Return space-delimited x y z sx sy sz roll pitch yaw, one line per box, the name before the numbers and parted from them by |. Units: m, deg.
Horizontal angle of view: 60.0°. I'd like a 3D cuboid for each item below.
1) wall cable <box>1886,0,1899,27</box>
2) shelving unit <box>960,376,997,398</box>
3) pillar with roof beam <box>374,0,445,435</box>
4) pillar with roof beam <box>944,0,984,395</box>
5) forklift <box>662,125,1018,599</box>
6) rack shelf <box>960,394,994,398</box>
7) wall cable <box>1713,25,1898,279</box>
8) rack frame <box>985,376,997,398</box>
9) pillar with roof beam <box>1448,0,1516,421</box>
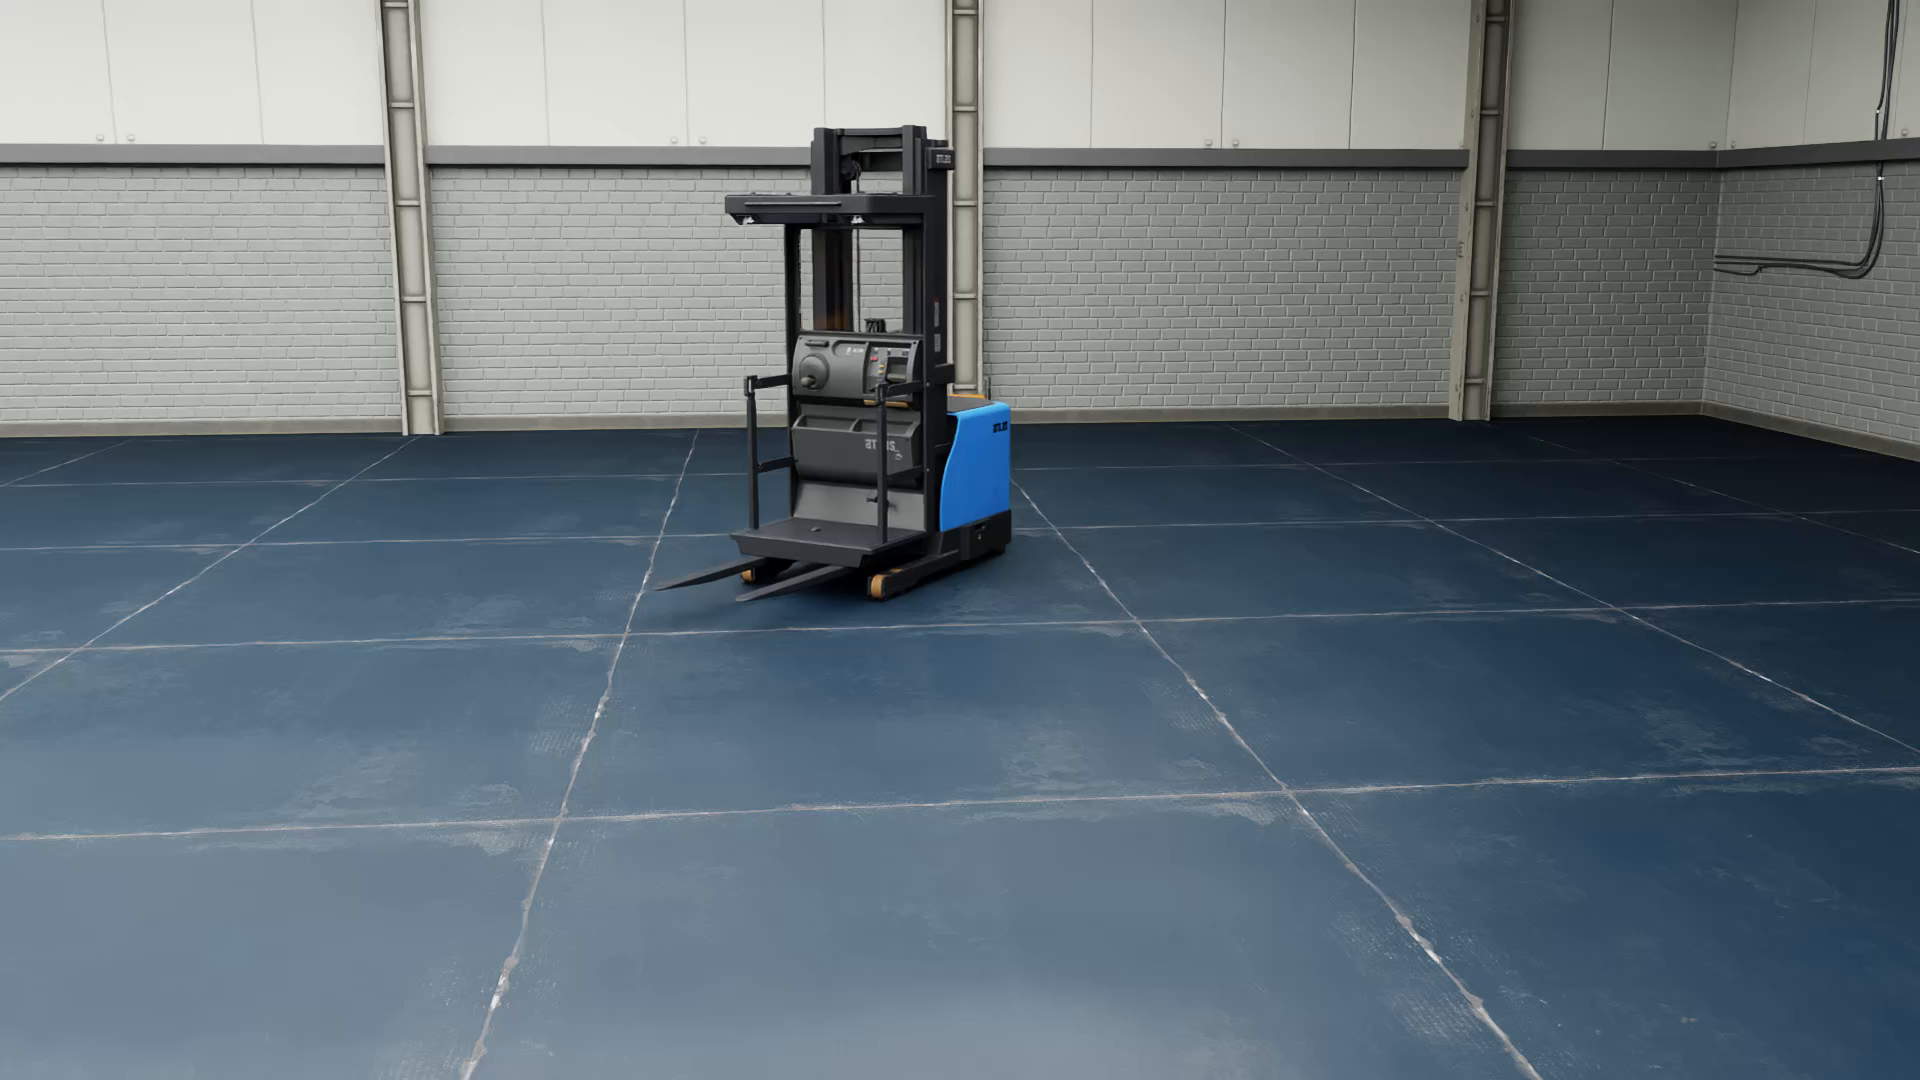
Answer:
wall cable | 9.373 -6.089 14.970 0.112 2.526 3.097 -1 11 -6
shelving unit | -0.004 -0.623 12.429 0.503 1.200 0.258 4 12 18
pillar with roof beam | -5.456 -4.770 13.304 0.400 9.000 9.100 -1 11 -6
pillar with roof beam | 0.509 -4.895 13.939 0.400 9.000 9.100 -1 11 -6
forklift | -0.739 -1.176 10.751 1.130 2.935 3.031 6 13 29
rack shelf | -0.004 -1.009 12.353 0.480 0.148 0.258 4 12 18
wall cable | 9.081 -4.130 18.096 0.112 2.526 3.097 -1 11 -6
rack frame | 0.227 -0.609 12.353 0.015 1.200 0.240 4 12 18
pillar with roof beam | 6.474 -5.020 14.575 0.400 9.000 9.100 -1 11 -6
